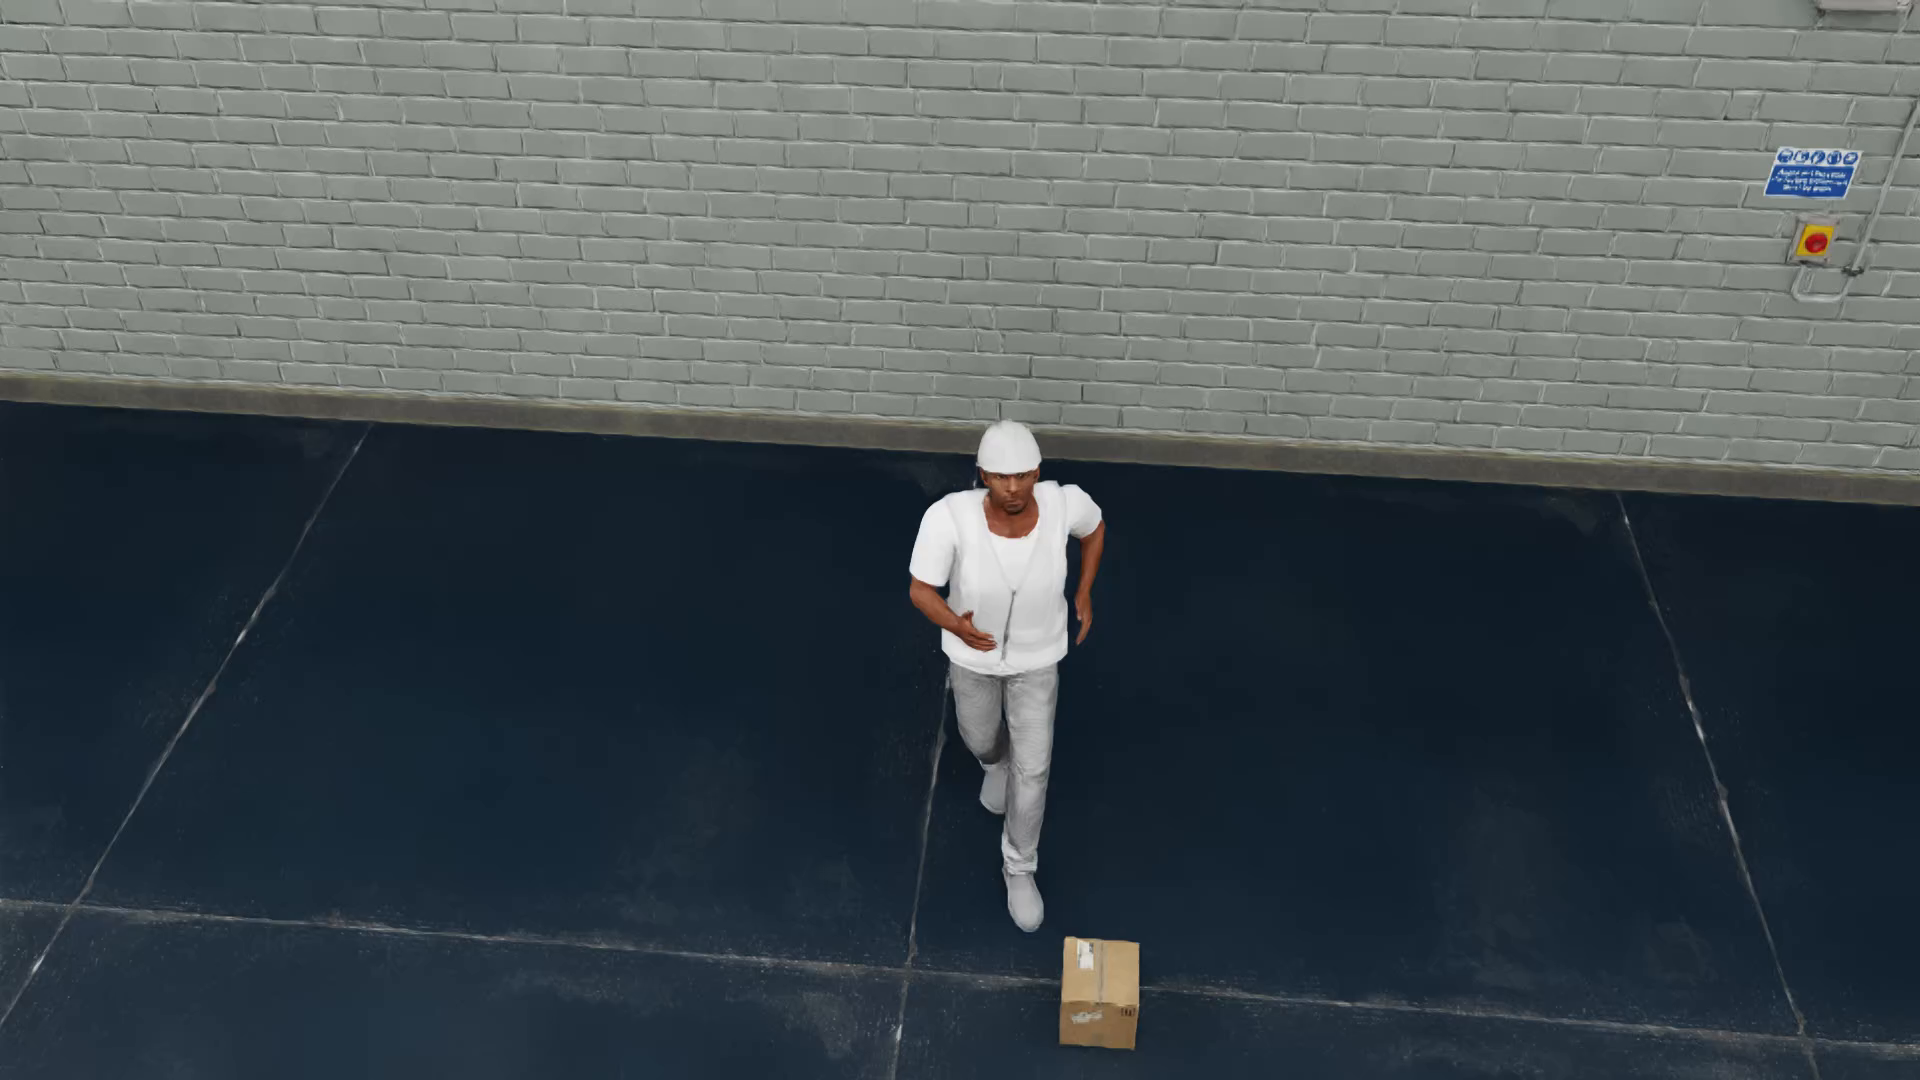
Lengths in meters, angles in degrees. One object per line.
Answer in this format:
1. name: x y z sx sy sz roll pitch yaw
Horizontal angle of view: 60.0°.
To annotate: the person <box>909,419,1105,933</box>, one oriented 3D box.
1. person: 0.151 0.430 5.625 0.651 1.738 0.879 2 40 2
